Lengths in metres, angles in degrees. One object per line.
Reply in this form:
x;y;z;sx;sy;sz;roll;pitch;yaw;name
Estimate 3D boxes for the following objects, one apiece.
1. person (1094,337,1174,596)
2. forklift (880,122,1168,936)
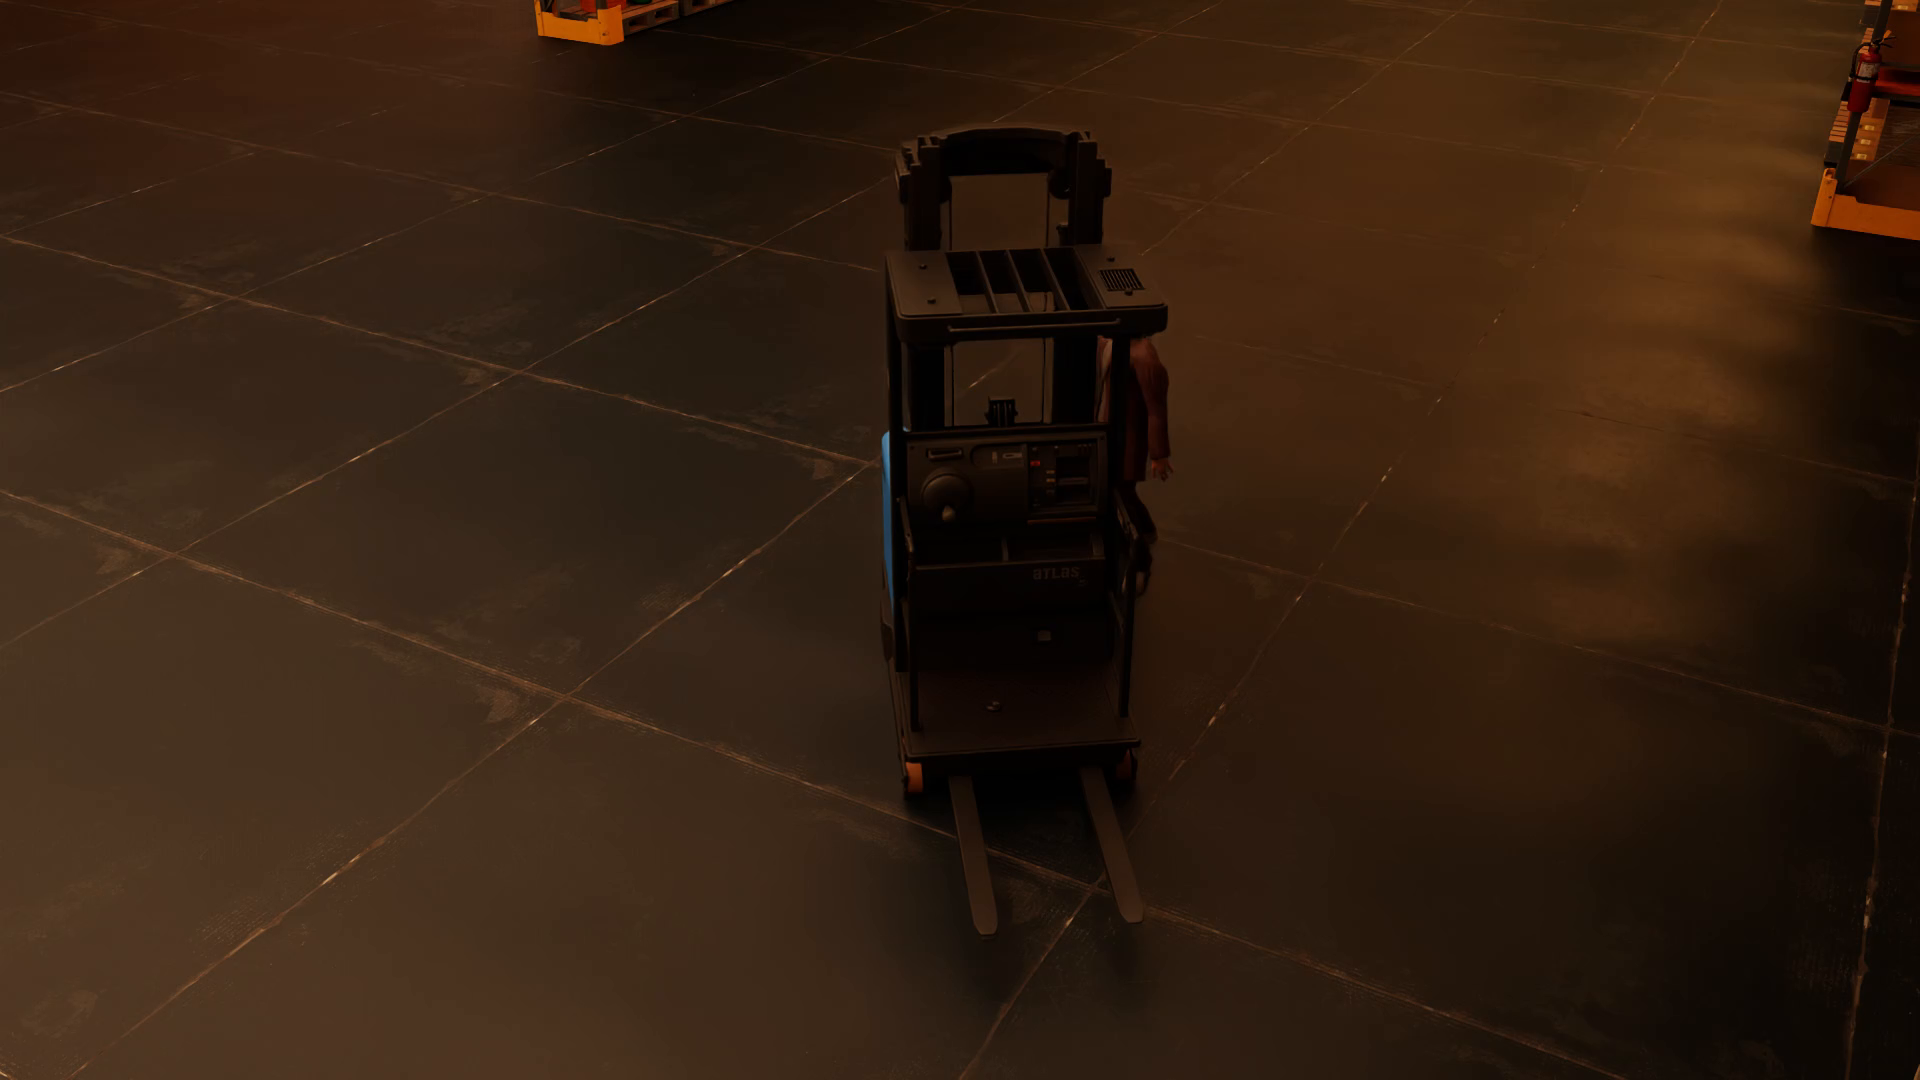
0.964;-0.622;9.409;0.529;1.754;0.932;-6;30;-10;person
0.247;-0.238;7.483;1.130;2.935;3.031;-3;30;-6;forklift
